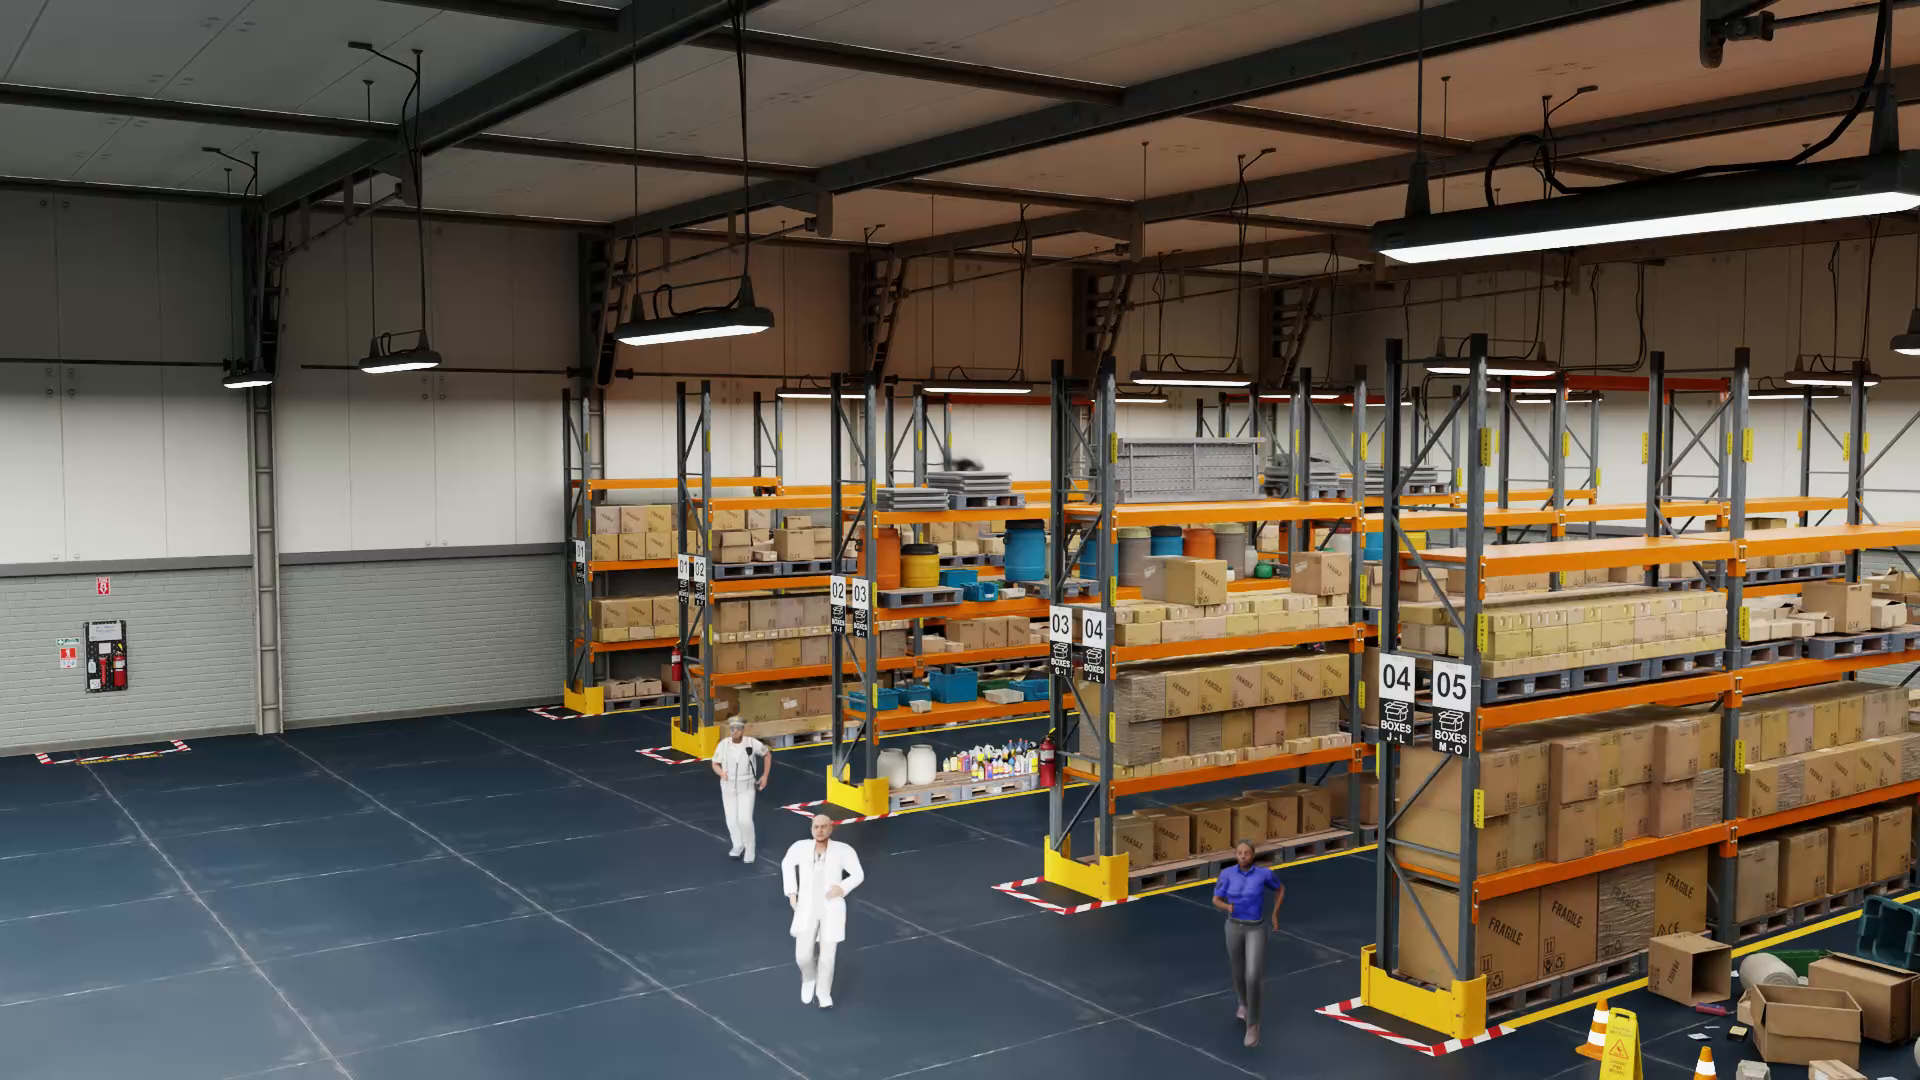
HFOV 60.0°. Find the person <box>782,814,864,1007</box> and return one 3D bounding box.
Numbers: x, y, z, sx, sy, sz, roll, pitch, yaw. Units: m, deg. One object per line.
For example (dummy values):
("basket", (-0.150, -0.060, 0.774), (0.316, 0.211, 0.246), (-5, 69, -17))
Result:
("person", (-1.244, 3.326, 14.852), (0.761, 1.752, 0.609), (0, 4, 4))

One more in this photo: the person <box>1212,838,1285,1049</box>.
("person", (2.461, 3.406, 14.311), (0.576, 1.701, 0.750), (1, 4, 22))

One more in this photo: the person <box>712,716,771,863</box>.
("person", (-2.650, 3.016, 20.017), (0.680, 1.824, 0.722), (0, 4, 4))
